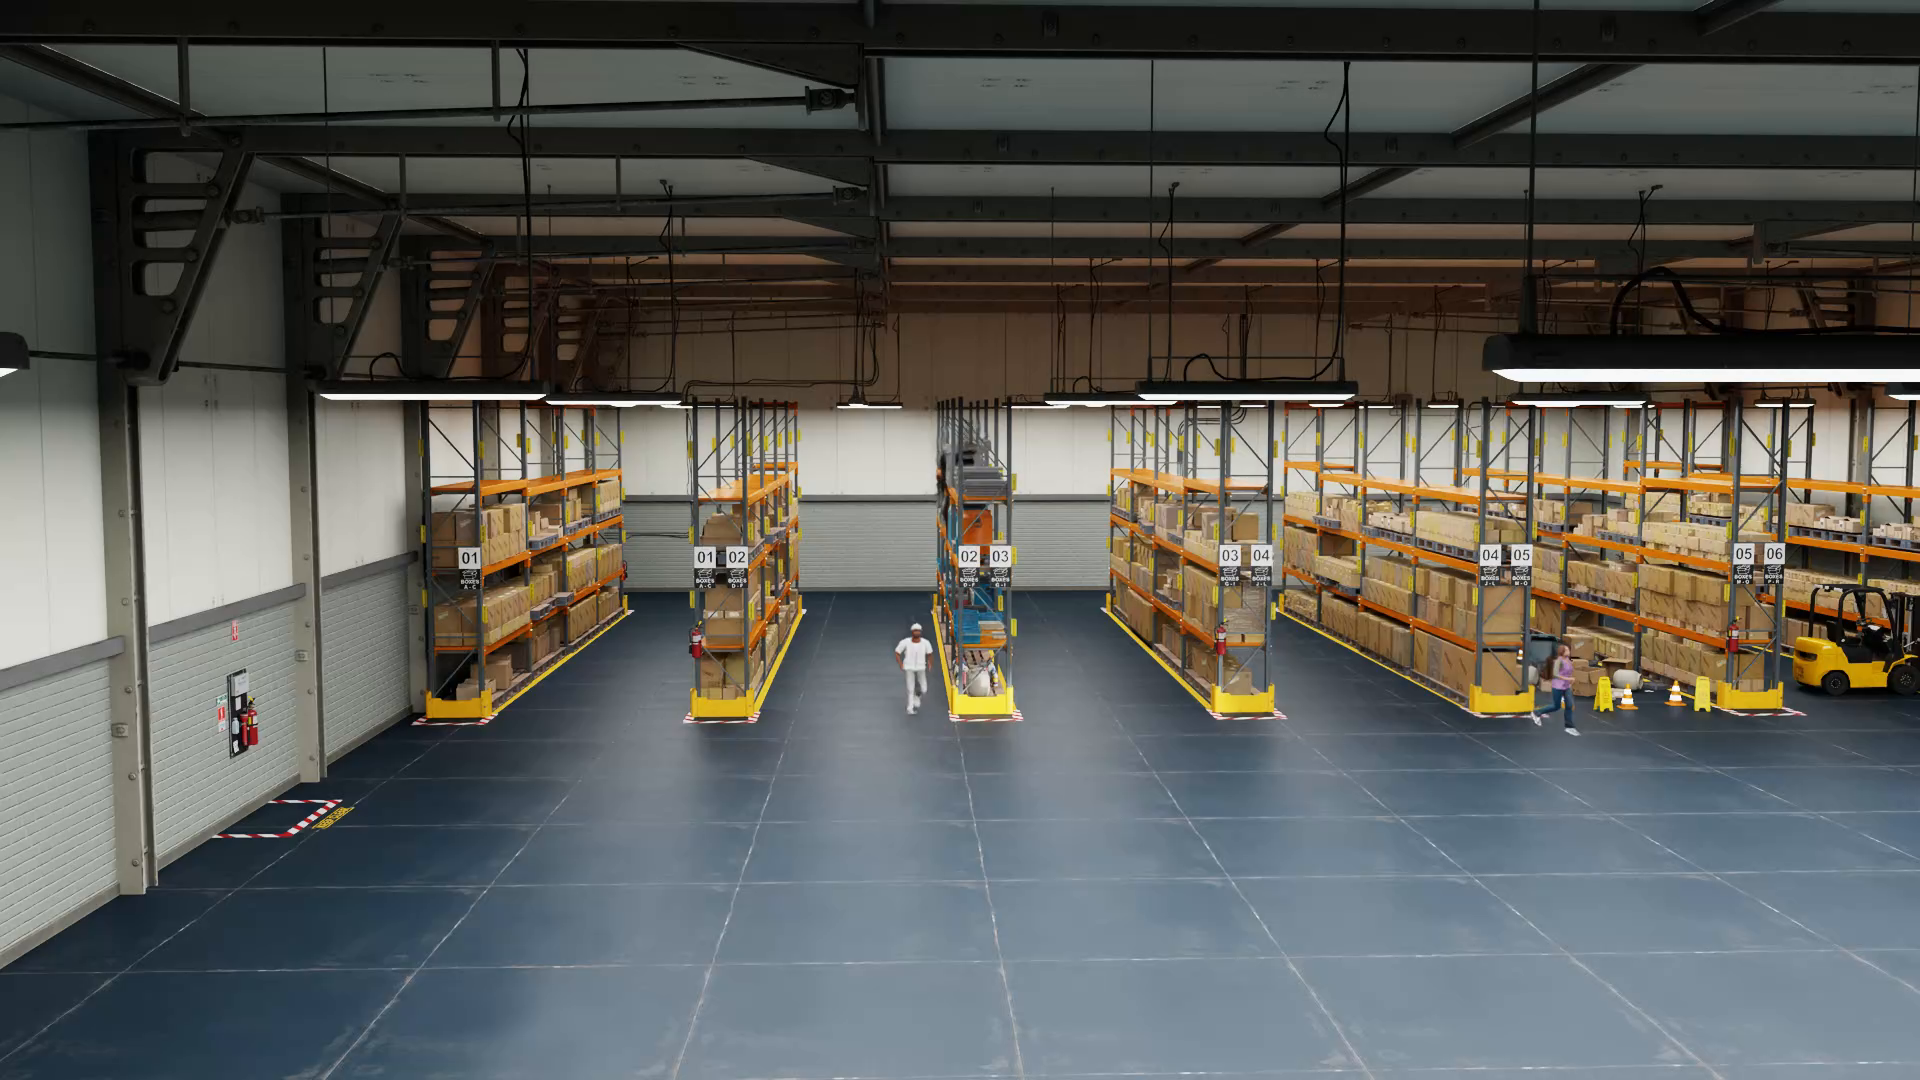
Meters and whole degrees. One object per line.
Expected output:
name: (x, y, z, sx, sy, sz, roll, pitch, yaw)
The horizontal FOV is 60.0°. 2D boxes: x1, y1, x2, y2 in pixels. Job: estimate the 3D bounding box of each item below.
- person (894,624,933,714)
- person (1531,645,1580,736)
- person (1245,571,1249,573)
person: (-0.867, 2.443, 31.547, 0.756, 1.718, 0.561, -1, 5, -13)
person: (10.658, 2.647, 29.621, 0.549, 1.598, 0.860, -4, 6, -43)
person: (8.059, 1.186, 48.436, 0.877, 1.601, 0.783, -2, 5, -22)
